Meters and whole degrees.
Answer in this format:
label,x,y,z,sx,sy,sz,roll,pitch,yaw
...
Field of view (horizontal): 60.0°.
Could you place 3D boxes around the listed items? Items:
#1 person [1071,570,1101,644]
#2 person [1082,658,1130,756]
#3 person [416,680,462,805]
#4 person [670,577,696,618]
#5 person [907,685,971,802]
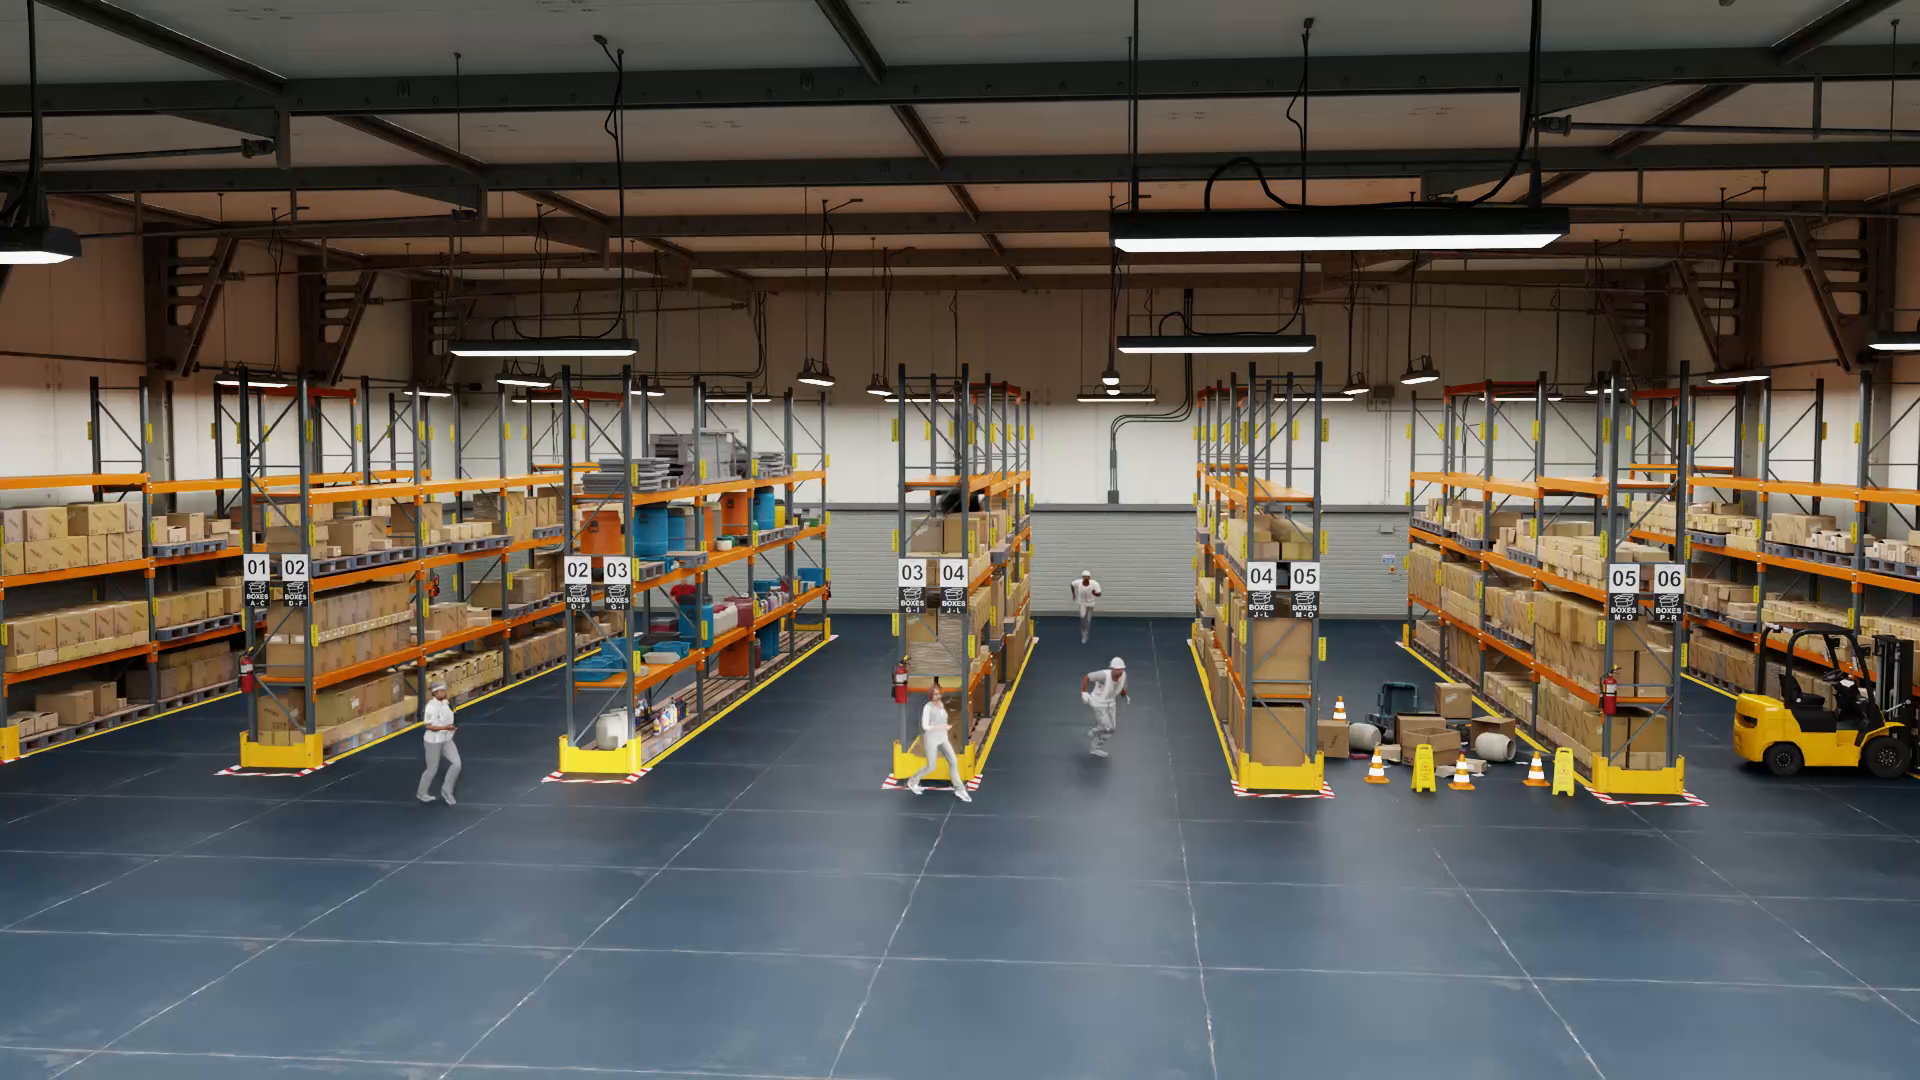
label,x,y,z,sx,sy,sz,roll,pitch,yaw
person,3.022,1.588,39.870,0.690,1.762,0.951,0,4,-2
person,2.236,2.572,25.518,0.716,1.591,0.819,-2,4,-32
person,-6.999,2.740,22.390,0.754,1.733,0.518,2,4,28
person,-6.550,1.665,39.489,0.657,1.663,0.745,0,4,-1
person,-0.339,2.757,22.609,0.888,1.589,0.552,3,5,36
